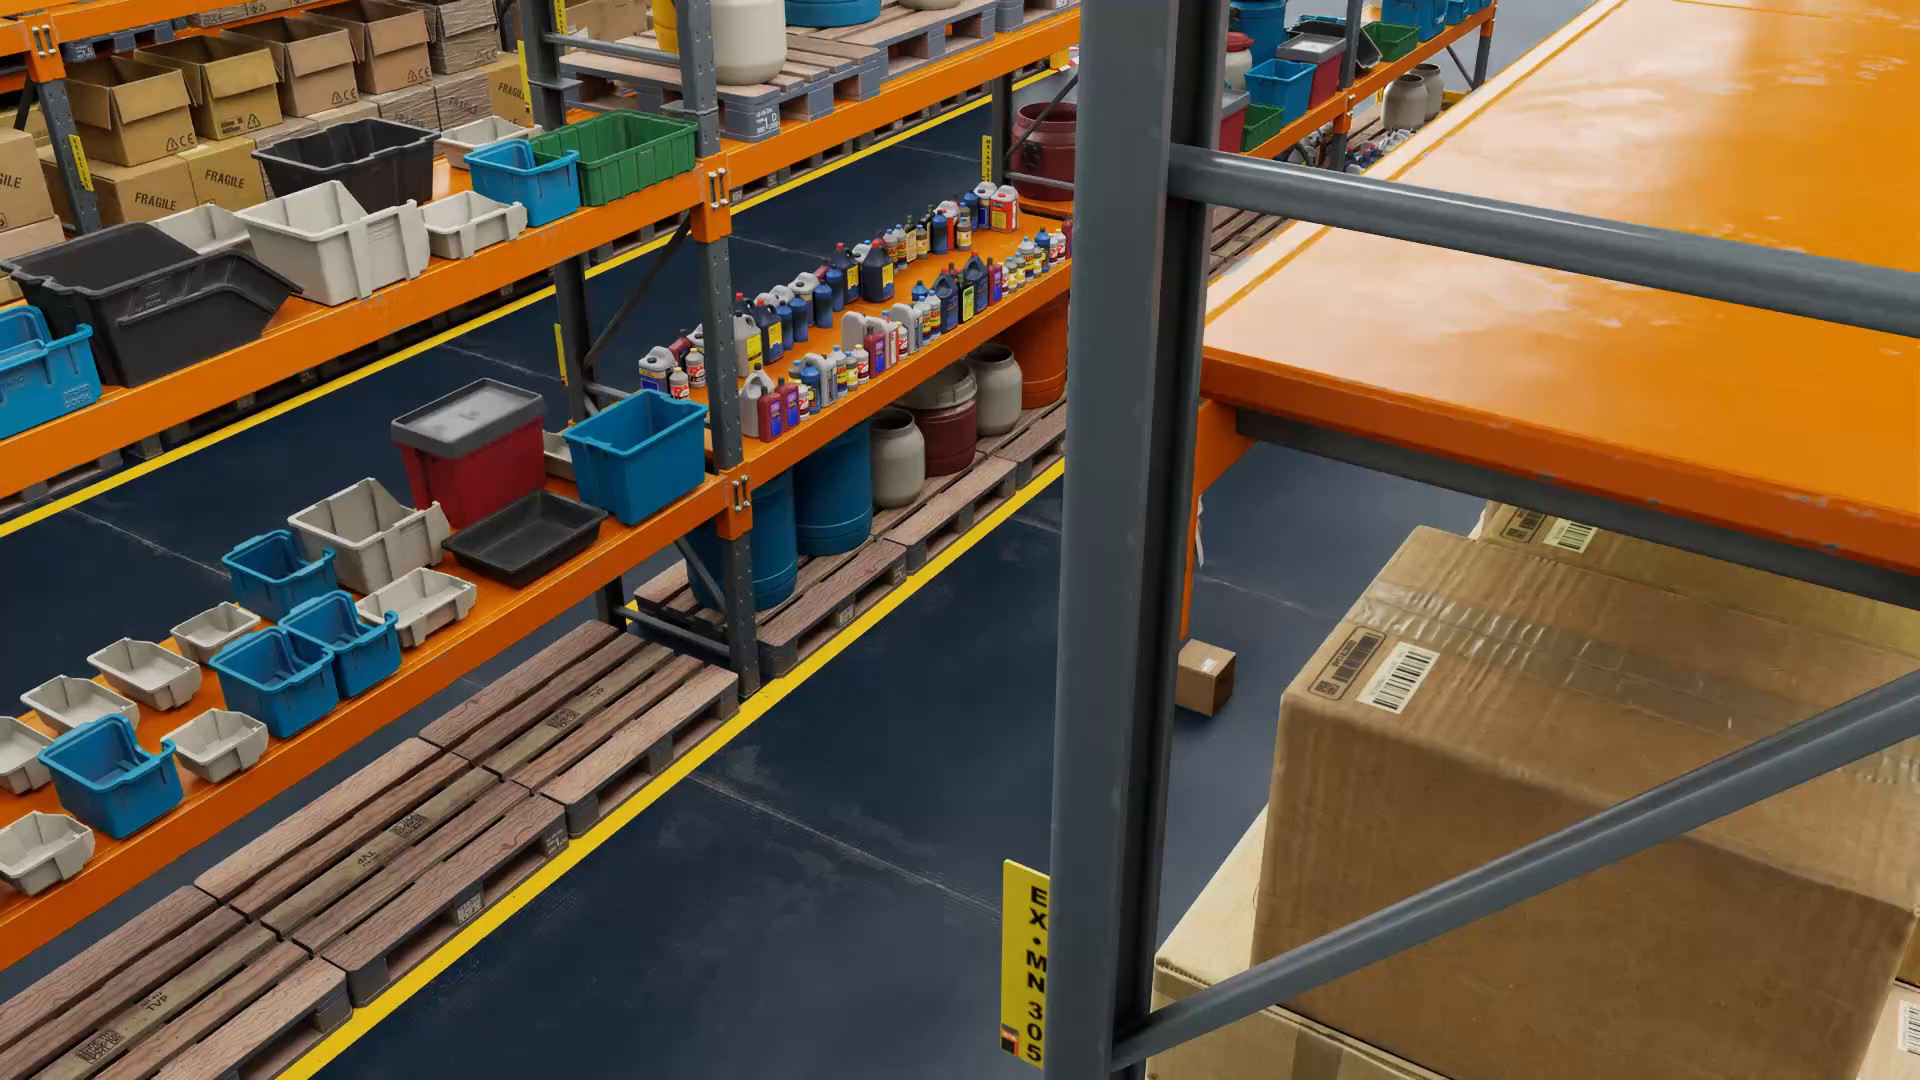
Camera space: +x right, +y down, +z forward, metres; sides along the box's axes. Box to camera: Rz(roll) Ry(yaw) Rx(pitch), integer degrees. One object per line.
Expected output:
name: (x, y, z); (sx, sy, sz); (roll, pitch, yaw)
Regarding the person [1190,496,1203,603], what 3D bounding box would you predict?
person: (1.013, -0.005, 8.187); (0.427, 1.740, 0.642); (18, 34, 28)
